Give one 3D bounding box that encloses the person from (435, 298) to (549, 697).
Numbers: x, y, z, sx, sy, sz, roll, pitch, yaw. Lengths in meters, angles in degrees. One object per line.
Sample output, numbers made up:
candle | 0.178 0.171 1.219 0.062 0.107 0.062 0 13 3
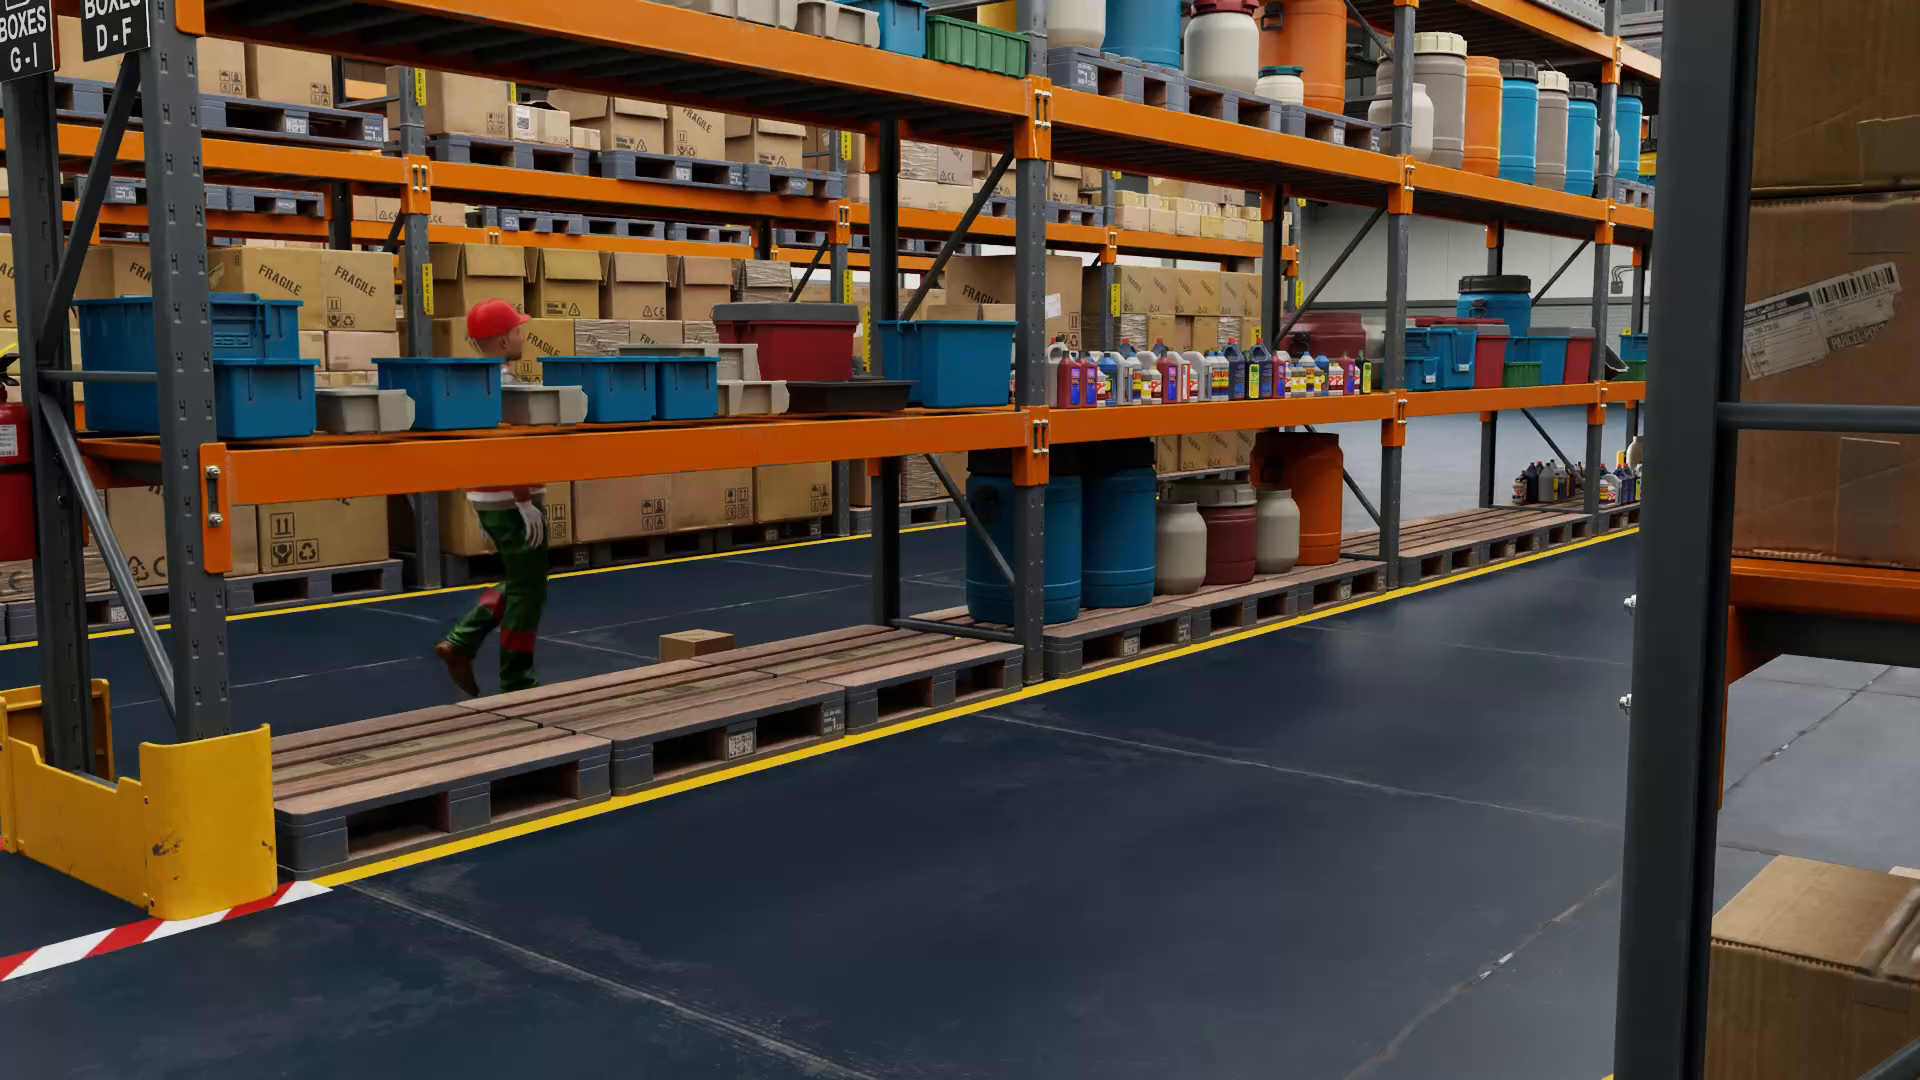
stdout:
person | -2.002 -0.153 7.241 0.540 1.781 0.530 -4 8 -32
